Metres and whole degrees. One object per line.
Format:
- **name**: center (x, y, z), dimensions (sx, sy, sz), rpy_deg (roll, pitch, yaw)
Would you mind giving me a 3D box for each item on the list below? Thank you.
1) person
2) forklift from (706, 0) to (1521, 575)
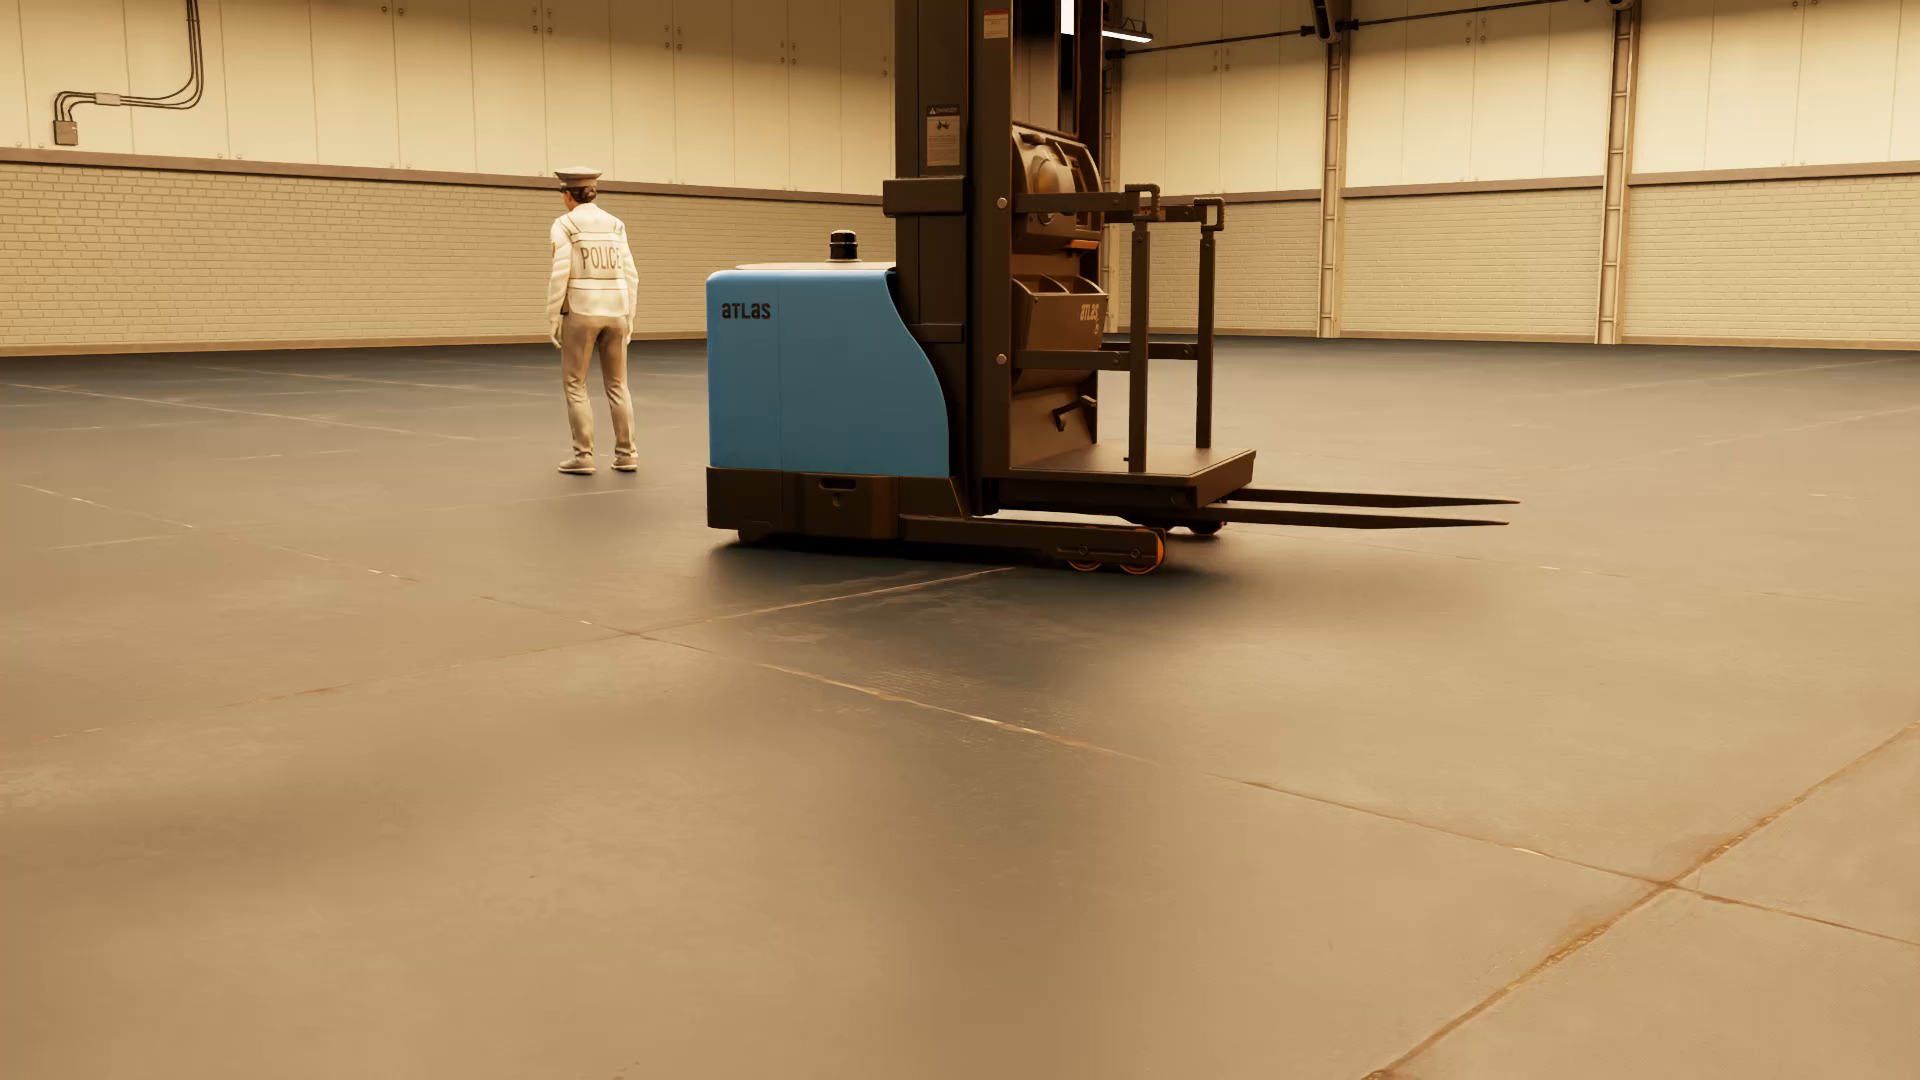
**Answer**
- **person**: center (-2.013, -1.197, 9.095), dimensions (0.535, 1.661, 0.374), rpy_deg (-7, 11, -39)
- **forklift**: center (0.565, -1.416, 6.275), dimensions (3.031, 2.935, 1.130), rpy_deg (3, 9, 22)
